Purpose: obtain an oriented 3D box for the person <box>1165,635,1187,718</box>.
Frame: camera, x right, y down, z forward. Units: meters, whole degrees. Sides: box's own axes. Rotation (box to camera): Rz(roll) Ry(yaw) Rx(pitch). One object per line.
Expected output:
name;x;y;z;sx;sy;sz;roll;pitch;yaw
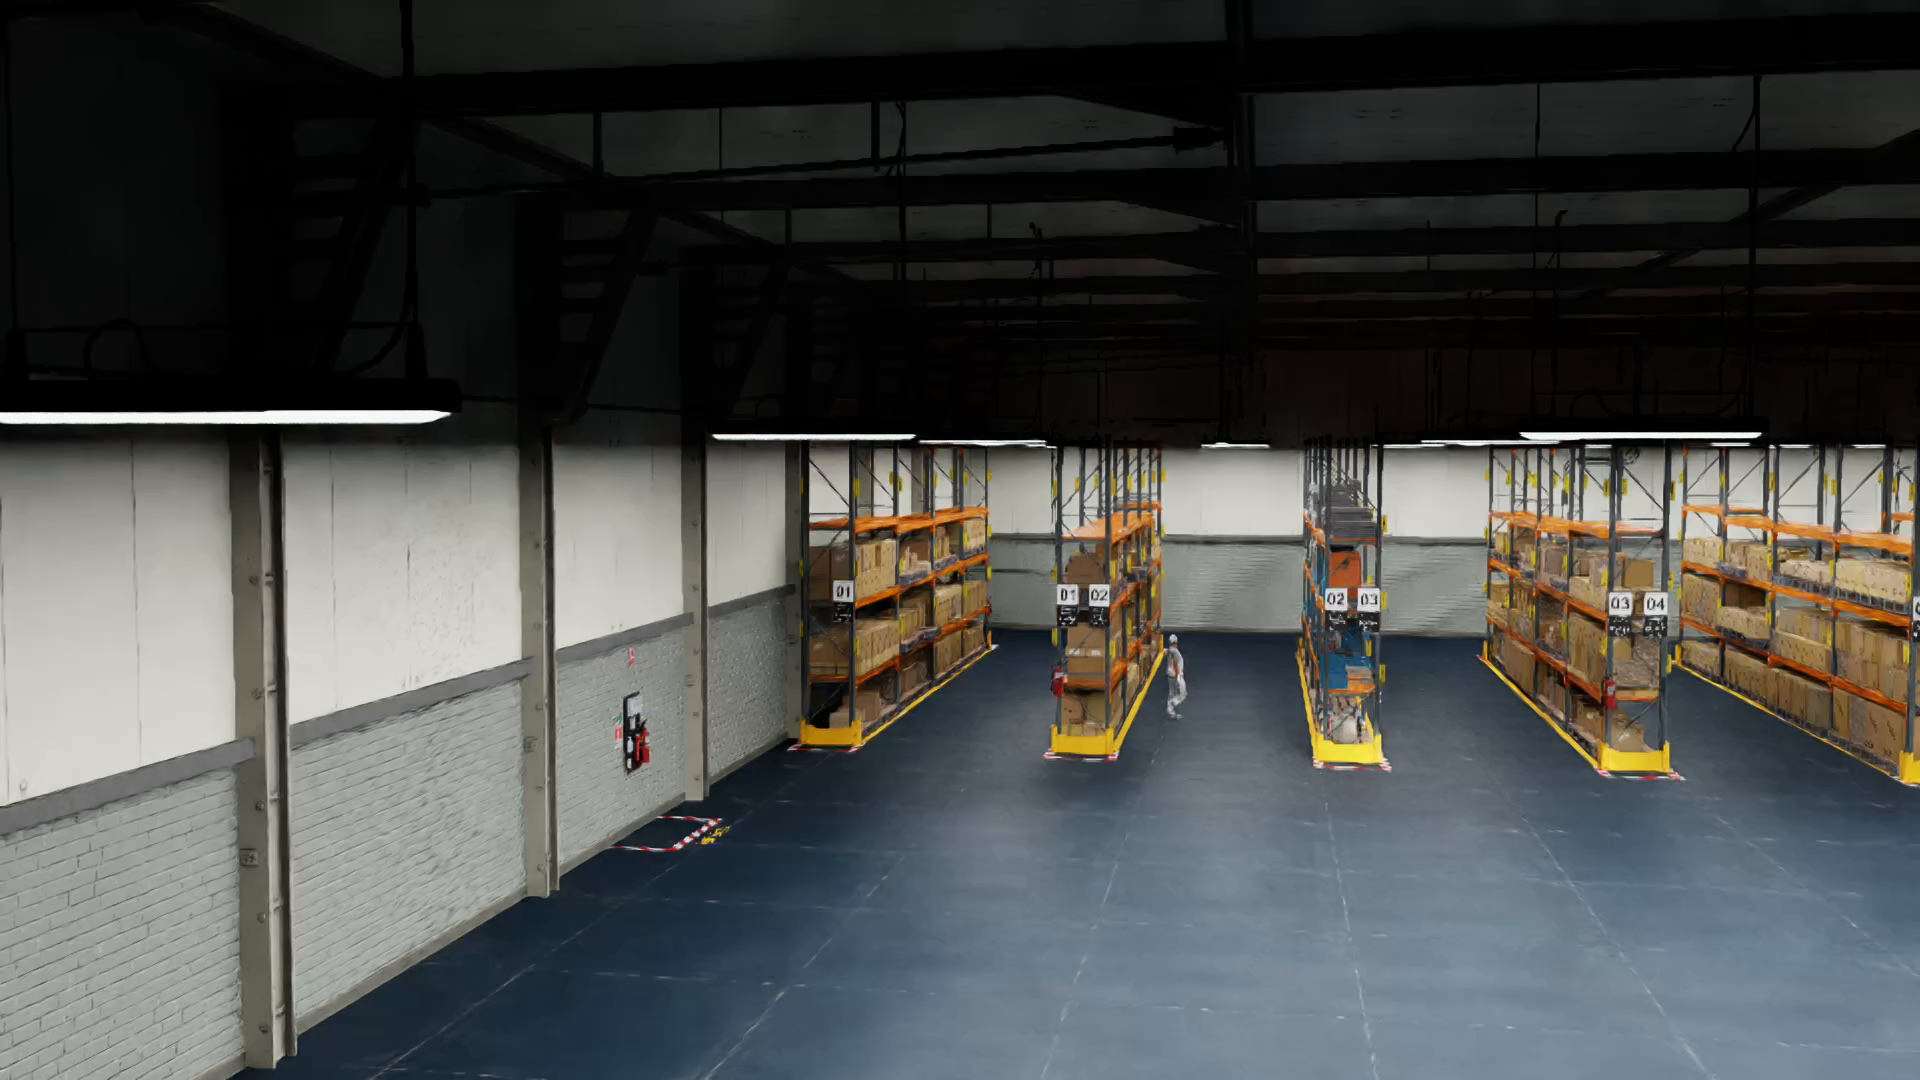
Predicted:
person;4.552;2.912;35.418;0.444;1.786;0.598;-1;3;-15
